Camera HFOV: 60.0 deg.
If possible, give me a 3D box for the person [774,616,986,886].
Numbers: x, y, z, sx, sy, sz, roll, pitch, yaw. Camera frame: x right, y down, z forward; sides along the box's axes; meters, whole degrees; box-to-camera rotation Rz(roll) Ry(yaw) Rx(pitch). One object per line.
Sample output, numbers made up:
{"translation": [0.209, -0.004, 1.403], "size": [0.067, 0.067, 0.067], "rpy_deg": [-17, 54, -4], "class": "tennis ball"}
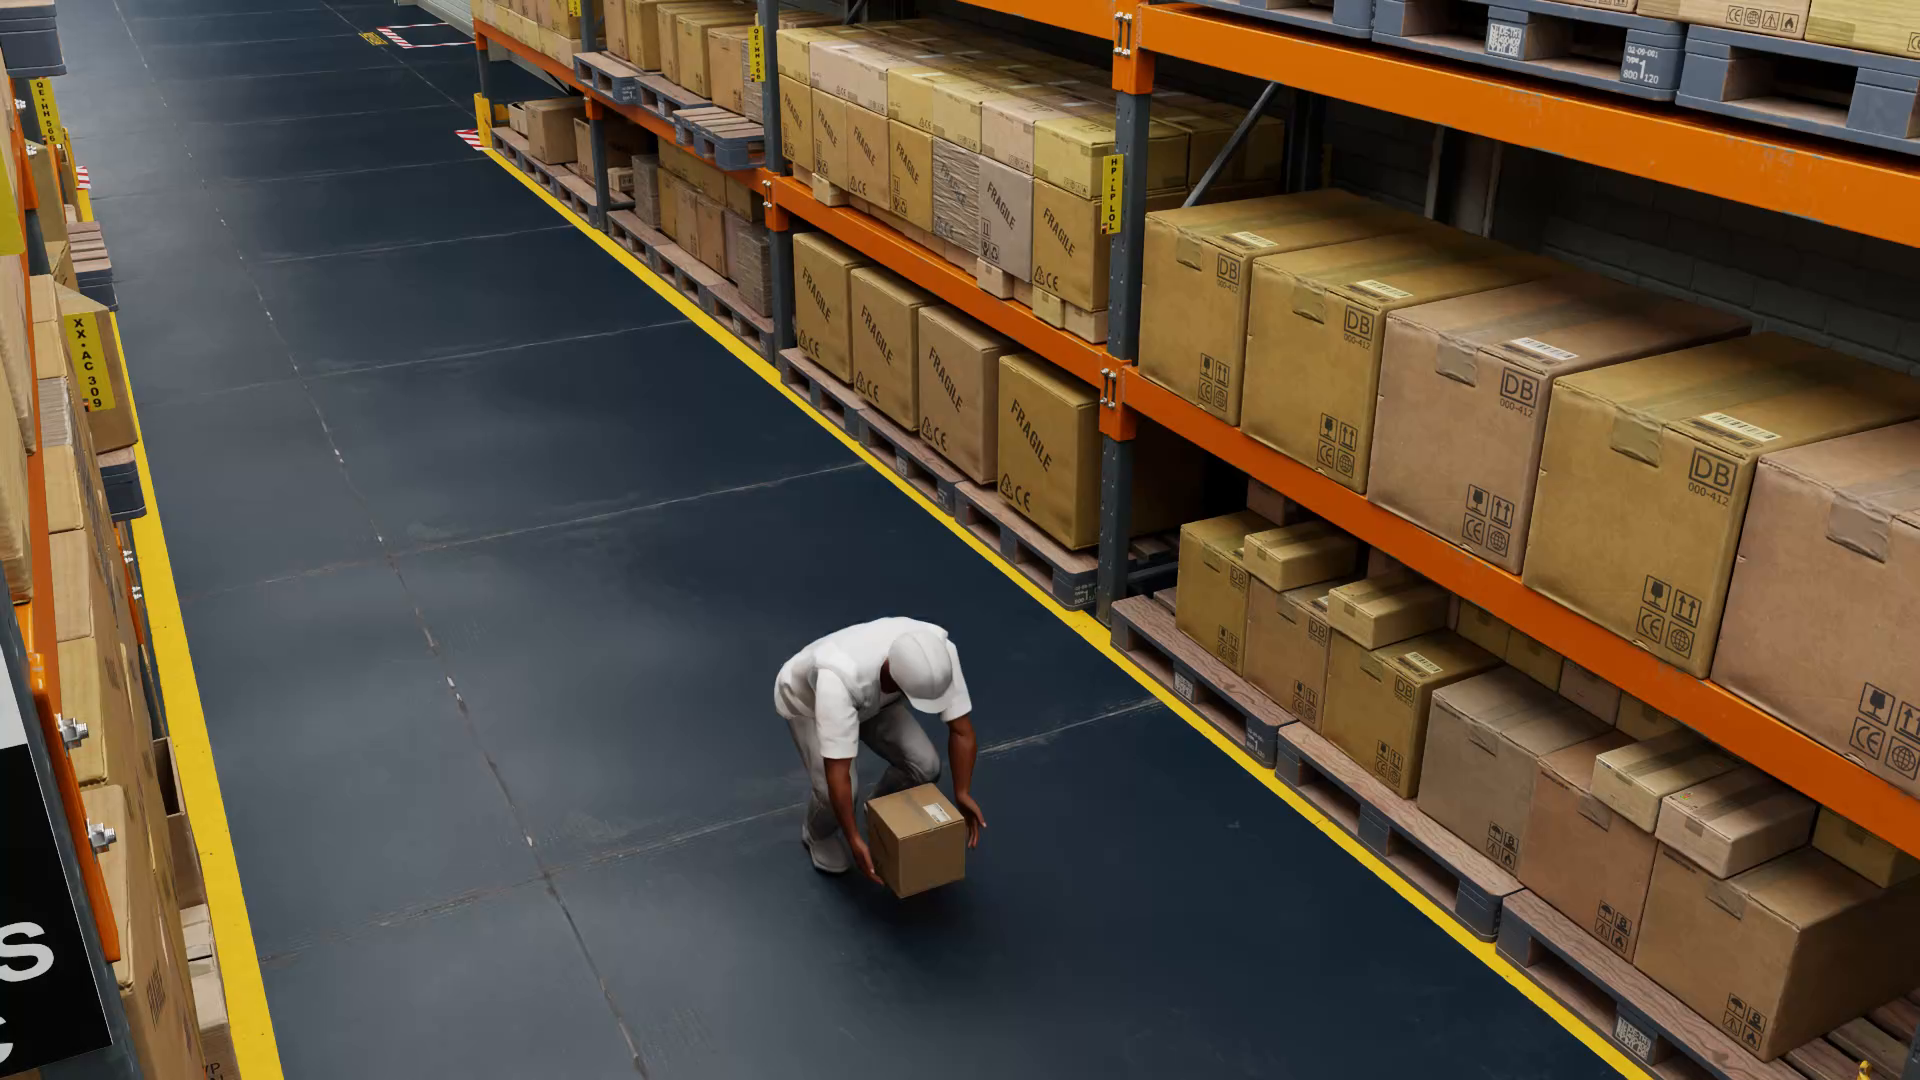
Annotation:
{"translation": [-0.294, 0.681, 5.938], "size": [0.599, 1.091, 0.867], "rpy_deg": [-13, 28, -25], "class": "person"}
